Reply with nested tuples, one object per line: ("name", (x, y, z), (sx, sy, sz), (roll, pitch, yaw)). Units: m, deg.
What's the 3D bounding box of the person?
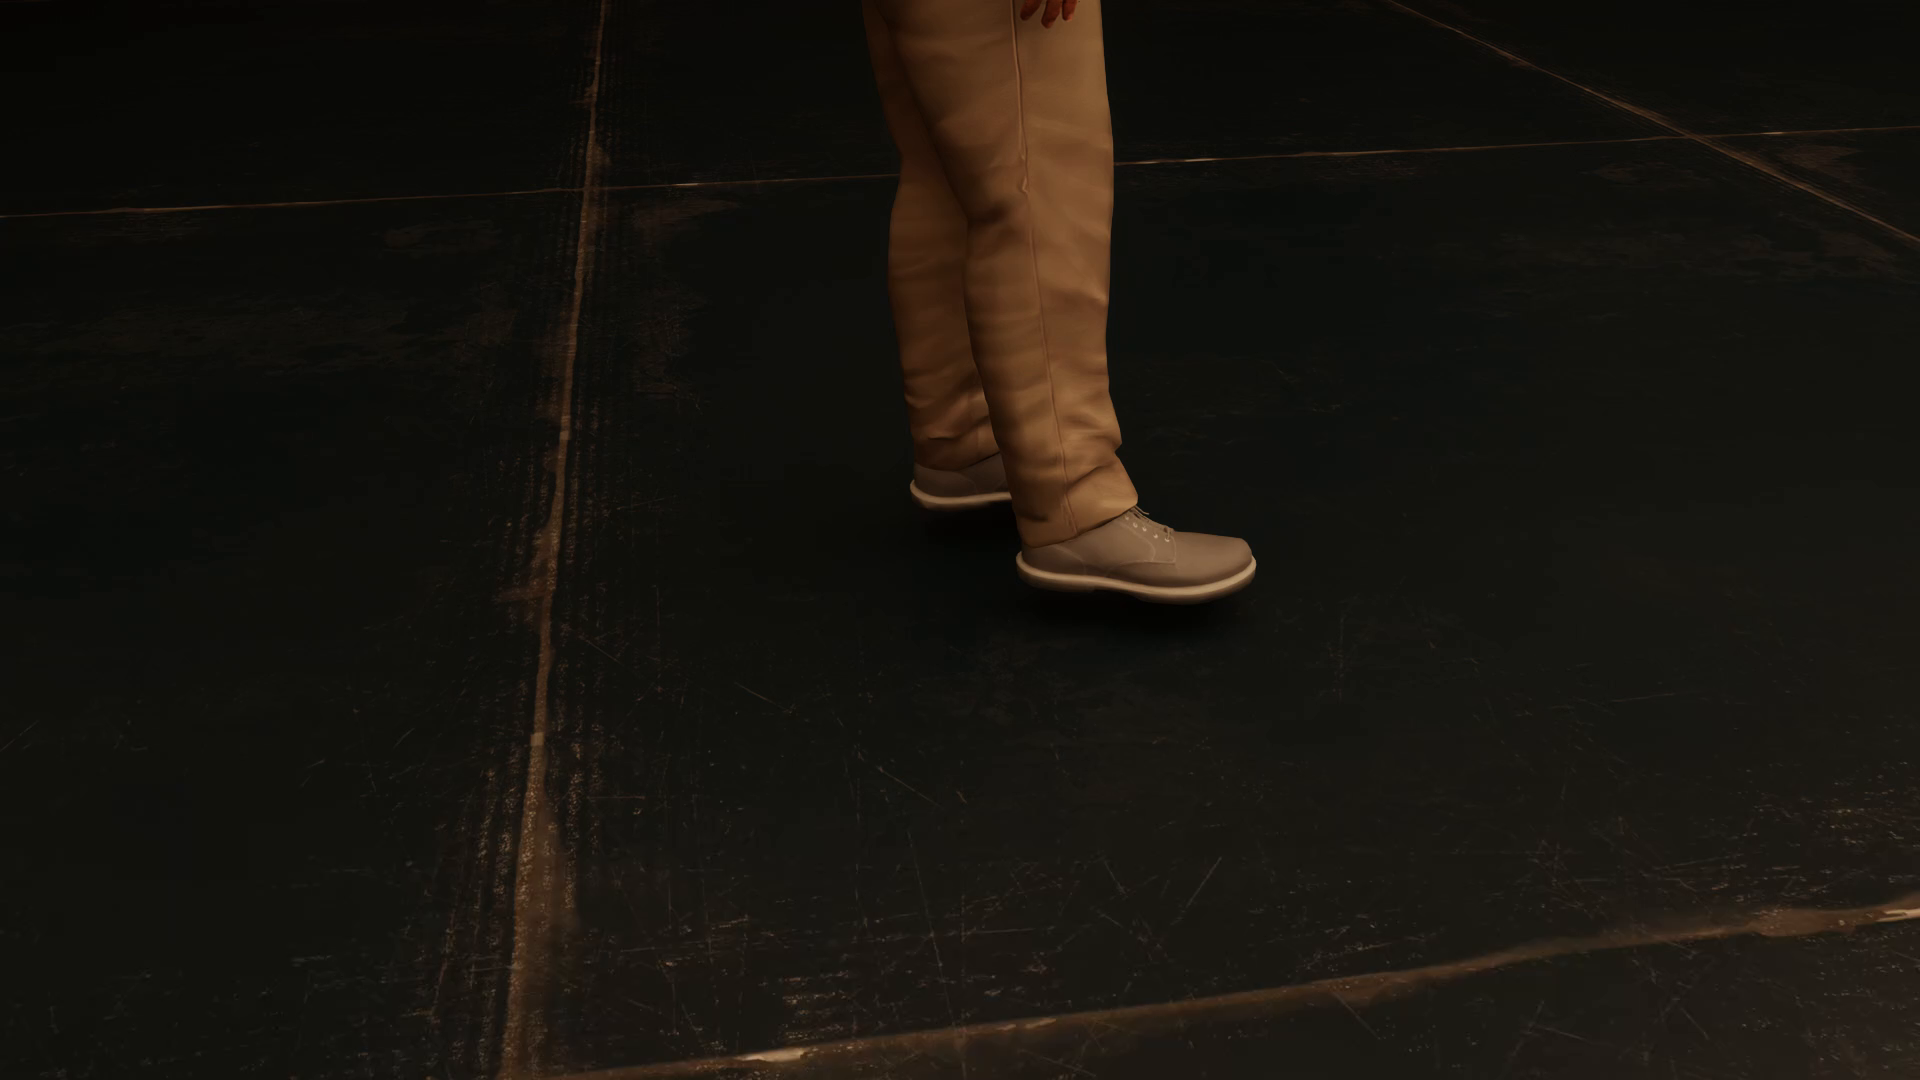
("person", (0.090, -0.807, 2.076), (0.551, 1.727, 0.640), (-5, 28, -9))
